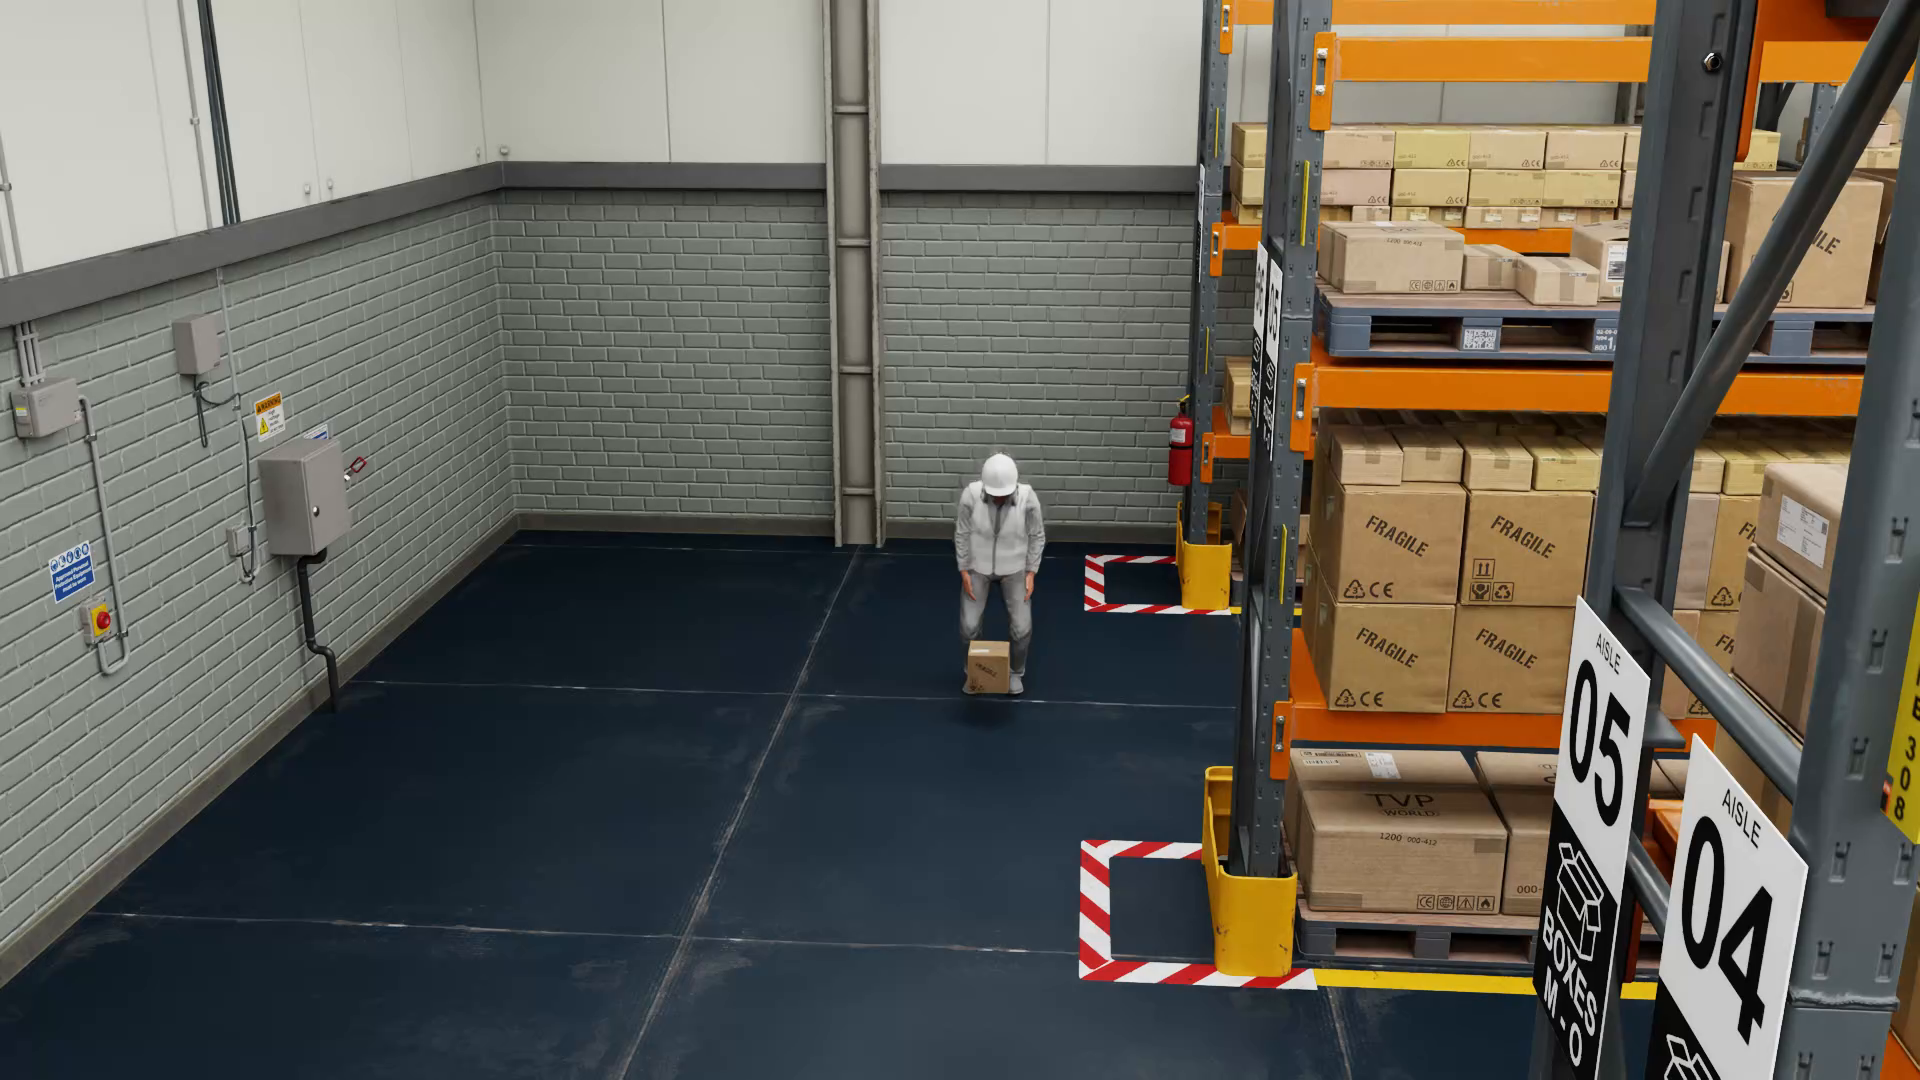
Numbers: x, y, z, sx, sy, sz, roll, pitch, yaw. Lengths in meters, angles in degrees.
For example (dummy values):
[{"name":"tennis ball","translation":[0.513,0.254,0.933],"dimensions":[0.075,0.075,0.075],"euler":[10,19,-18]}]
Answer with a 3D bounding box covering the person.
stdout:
[{"name":"person","translation":[0.255,0.198,10.631],"dimensions":[0.581,1.628,0.604],"euler":[2,17,5]}]
